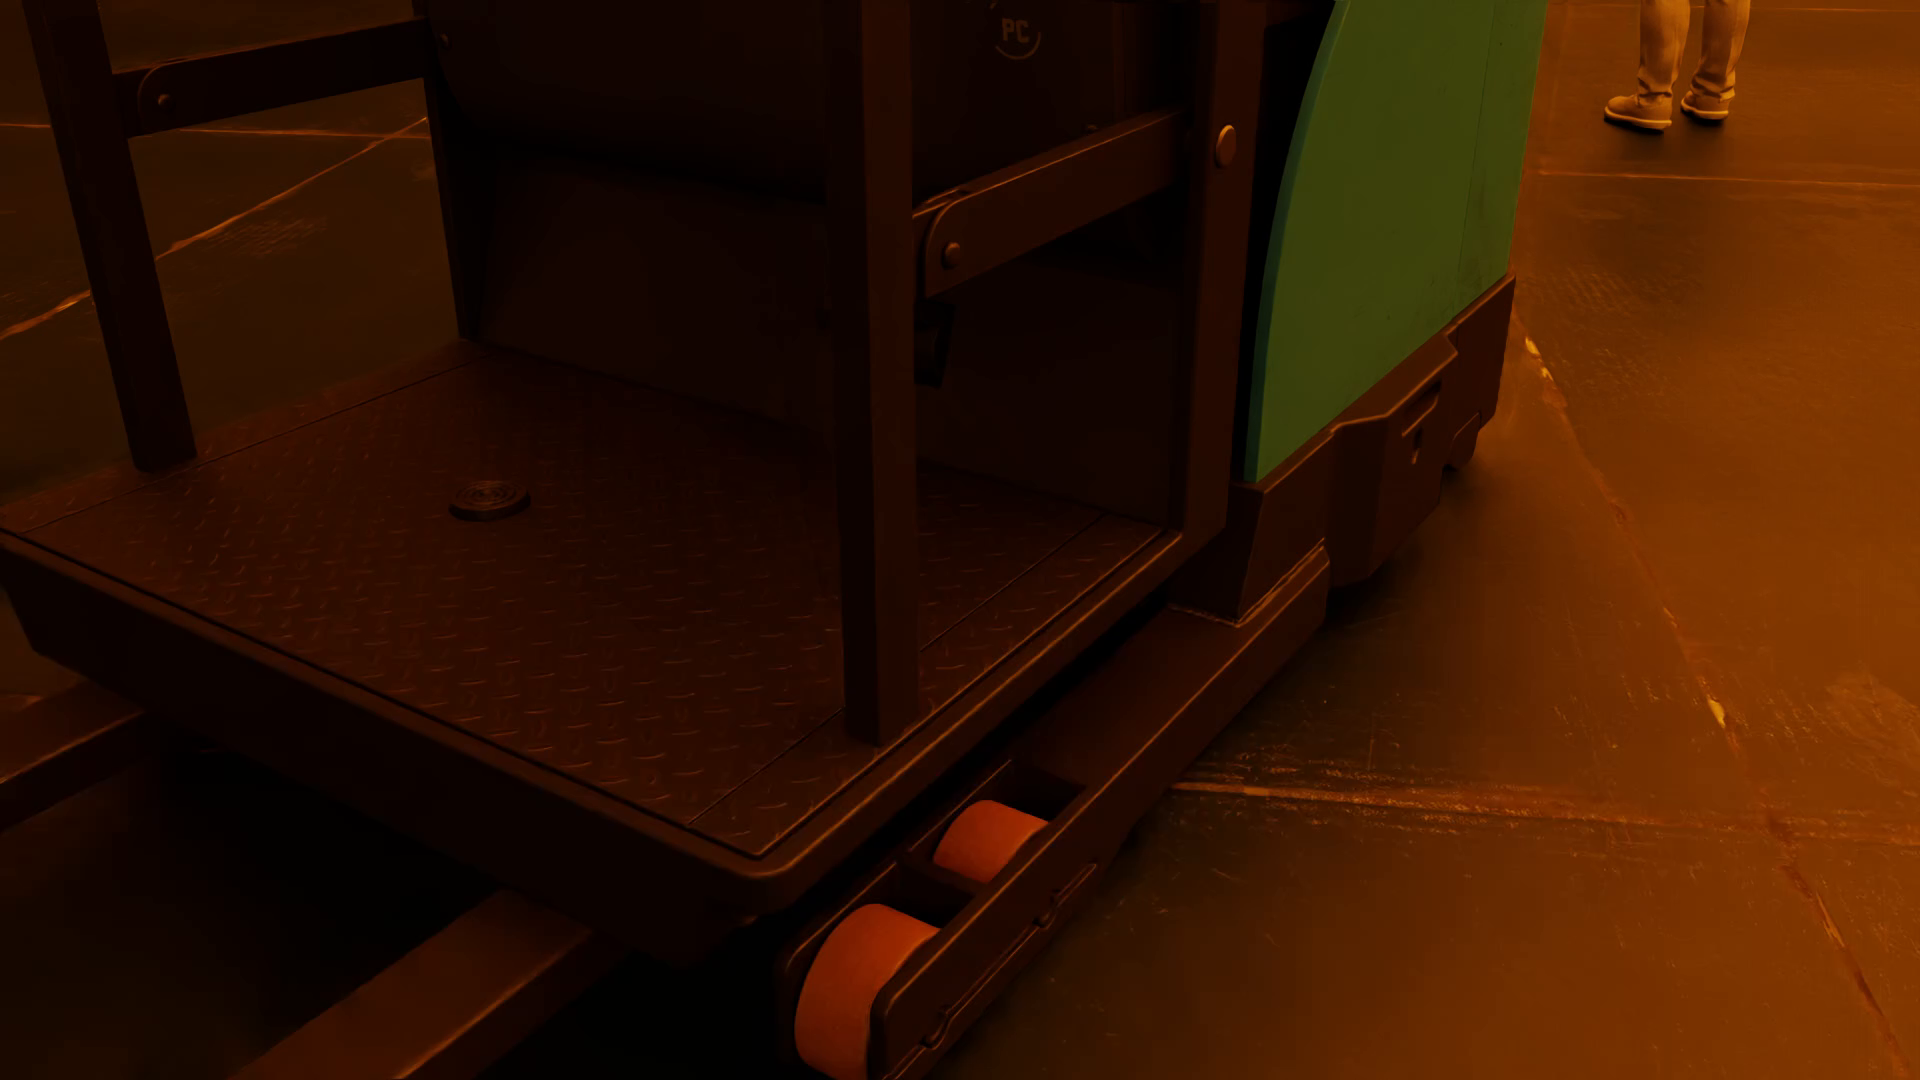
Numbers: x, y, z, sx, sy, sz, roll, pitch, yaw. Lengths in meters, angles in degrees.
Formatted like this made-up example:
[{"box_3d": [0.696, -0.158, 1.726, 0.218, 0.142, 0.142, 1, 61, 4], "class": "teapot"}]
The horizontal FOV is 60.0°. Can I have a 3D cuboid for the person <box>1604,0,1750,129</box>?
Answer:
[{"box_3d": [2.059, -2.007, 4.609, 0.589, 1.696, 0.532, 0, 27, 0], "class": "person"}]

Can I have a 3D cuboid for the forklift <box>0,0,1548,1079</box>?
[{"box_3d": [-0.333, -1.053, 1.328, 1.130, 2.935, 3.031, 16, 31, 29], "class": "forklift"}]
